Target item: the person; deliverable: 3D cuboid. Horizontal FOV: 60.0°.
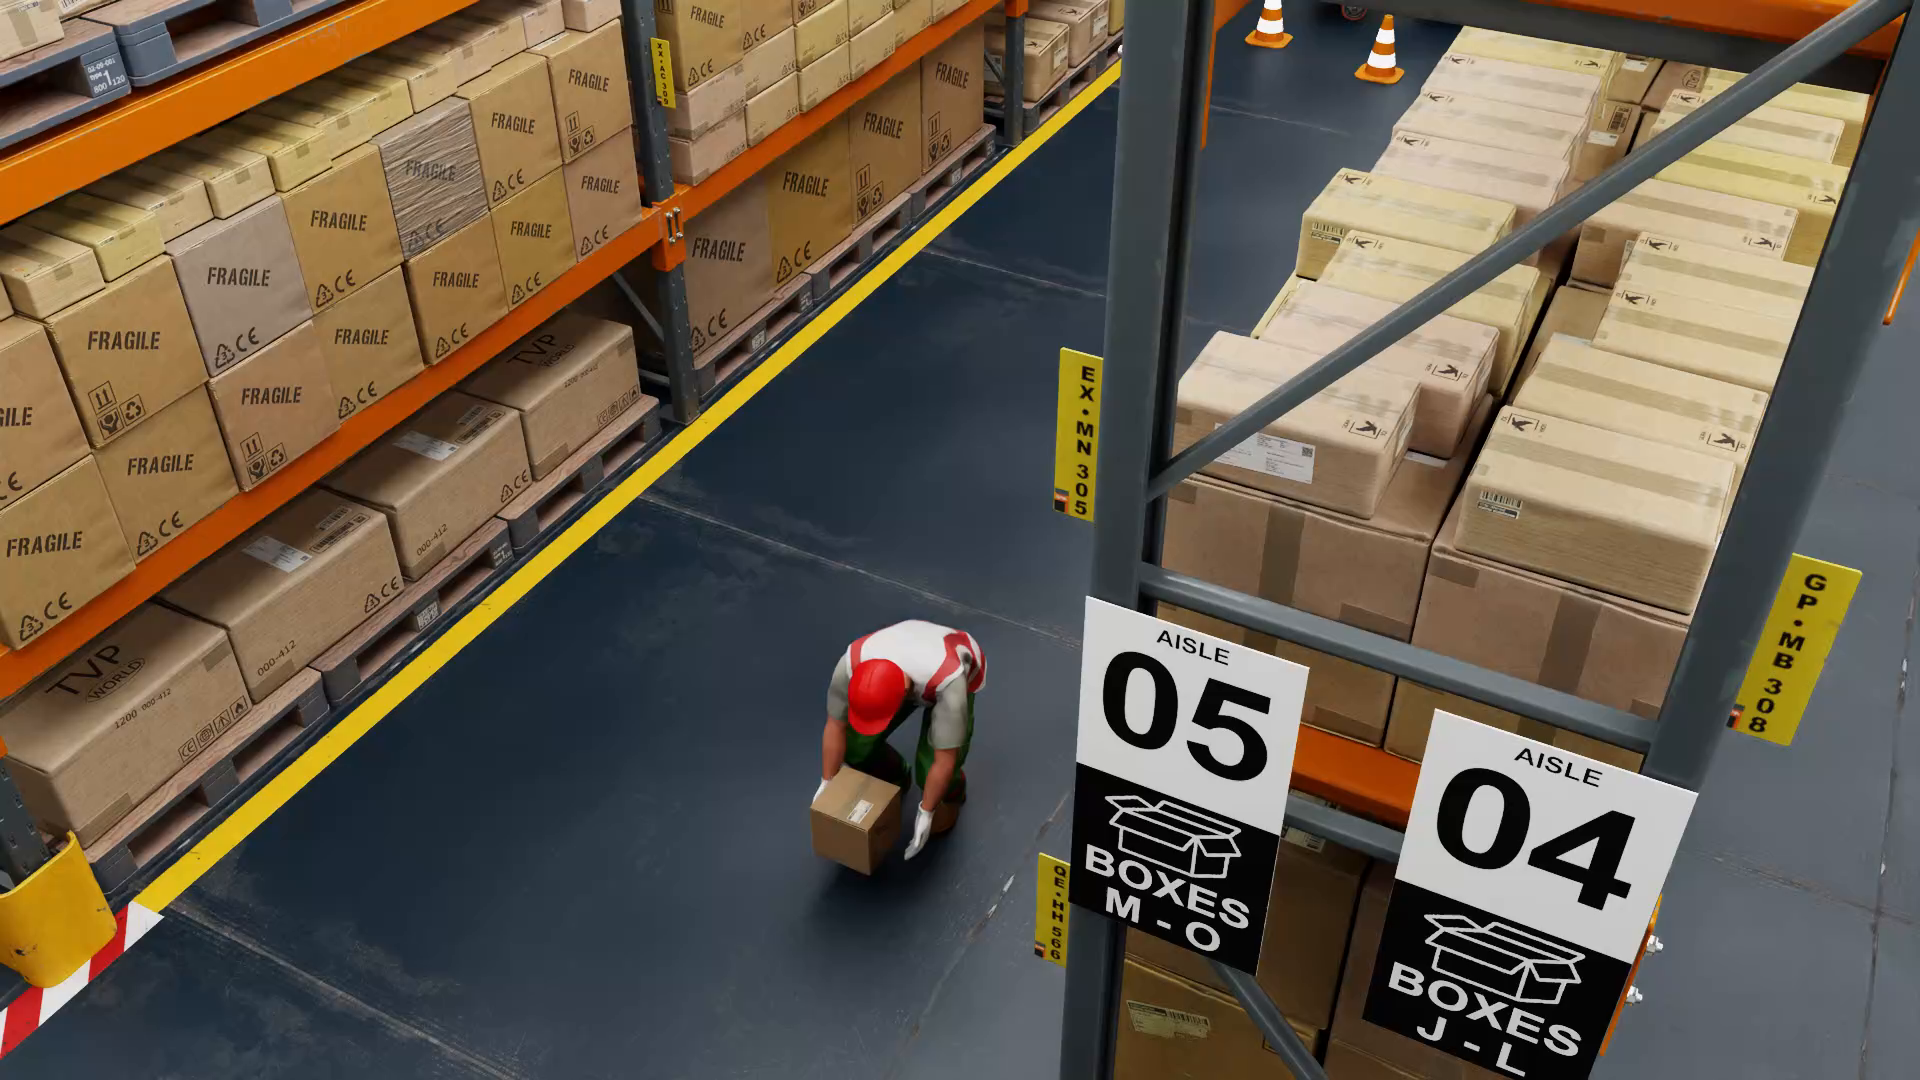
[{"bbox_3d":[-0.181,0.698,6.397,0.574,1.093,0.857,18,41,21],"label":"person"}]
